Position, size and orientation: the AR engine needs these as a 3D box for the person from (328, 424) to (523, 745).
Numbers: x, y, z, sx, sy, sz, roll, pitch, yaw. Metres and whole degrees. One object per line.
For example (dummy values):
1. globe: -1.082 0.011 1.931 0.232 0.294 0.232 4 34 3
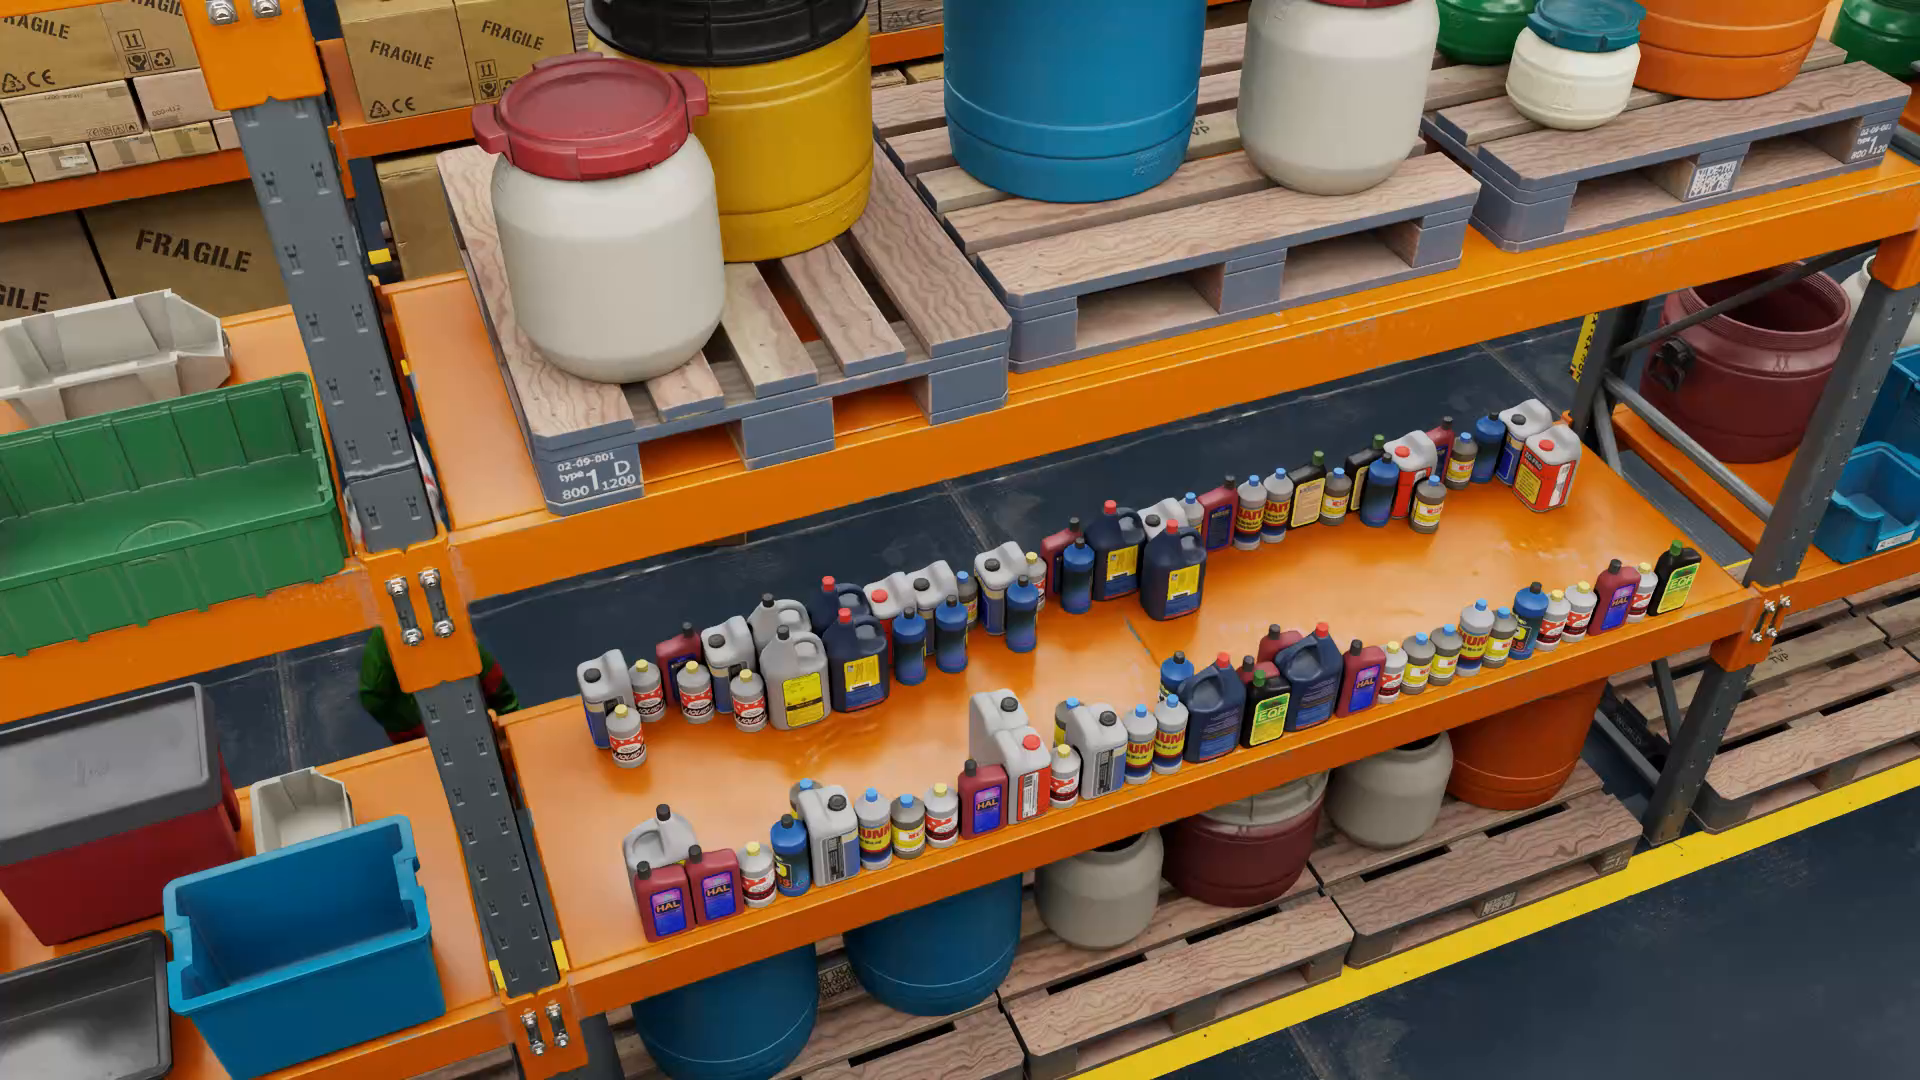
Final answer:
1. person: -1.972 0.205 5.926 0.590 1.847 0.538 -15 44 -16
